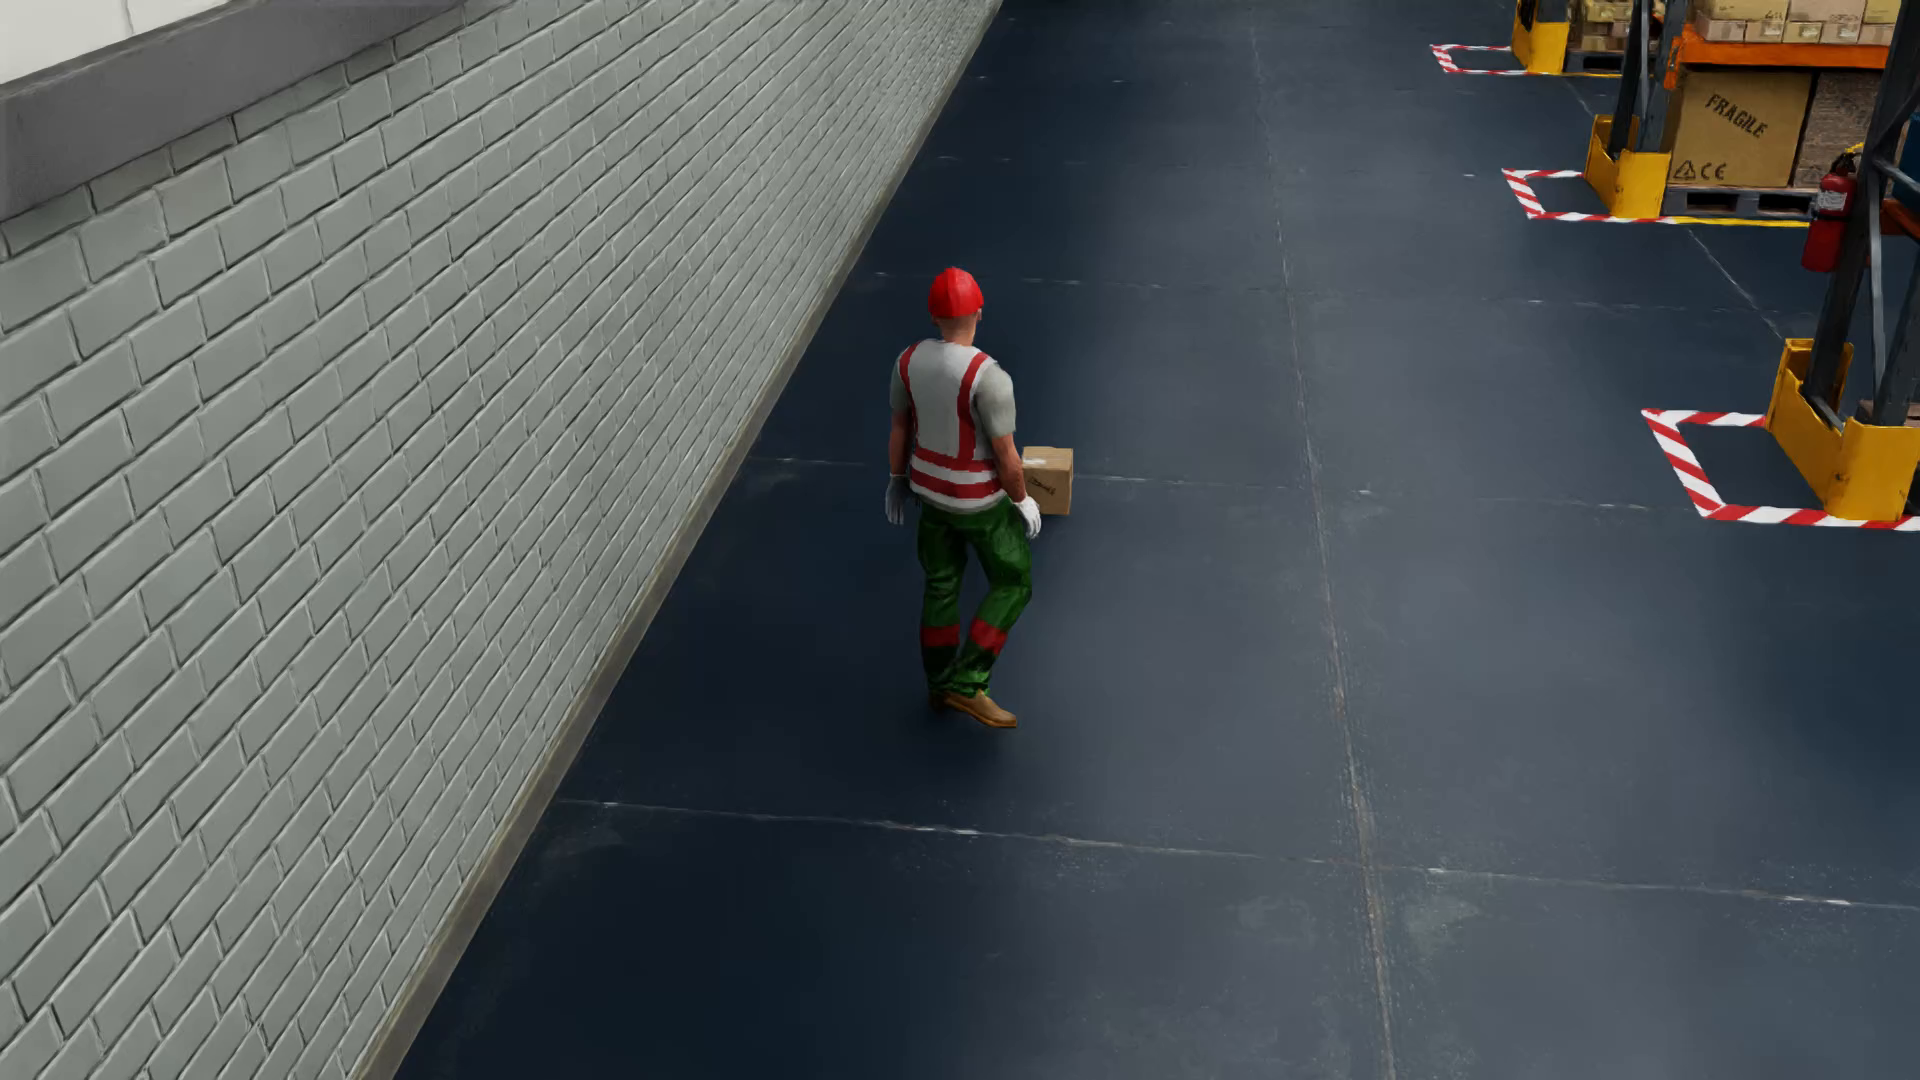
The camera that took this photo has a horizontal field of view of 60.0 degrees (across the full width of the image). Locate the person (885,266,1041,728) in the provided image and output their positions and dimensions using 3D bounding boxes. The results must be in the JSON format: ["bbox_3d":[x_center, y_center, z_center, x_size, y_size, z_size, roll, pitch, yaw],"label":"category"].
[{"bbox_3d":[0.021,-0.143,6.328,0.710,1.781,0.430,22,35,35],"label":"person"}]
